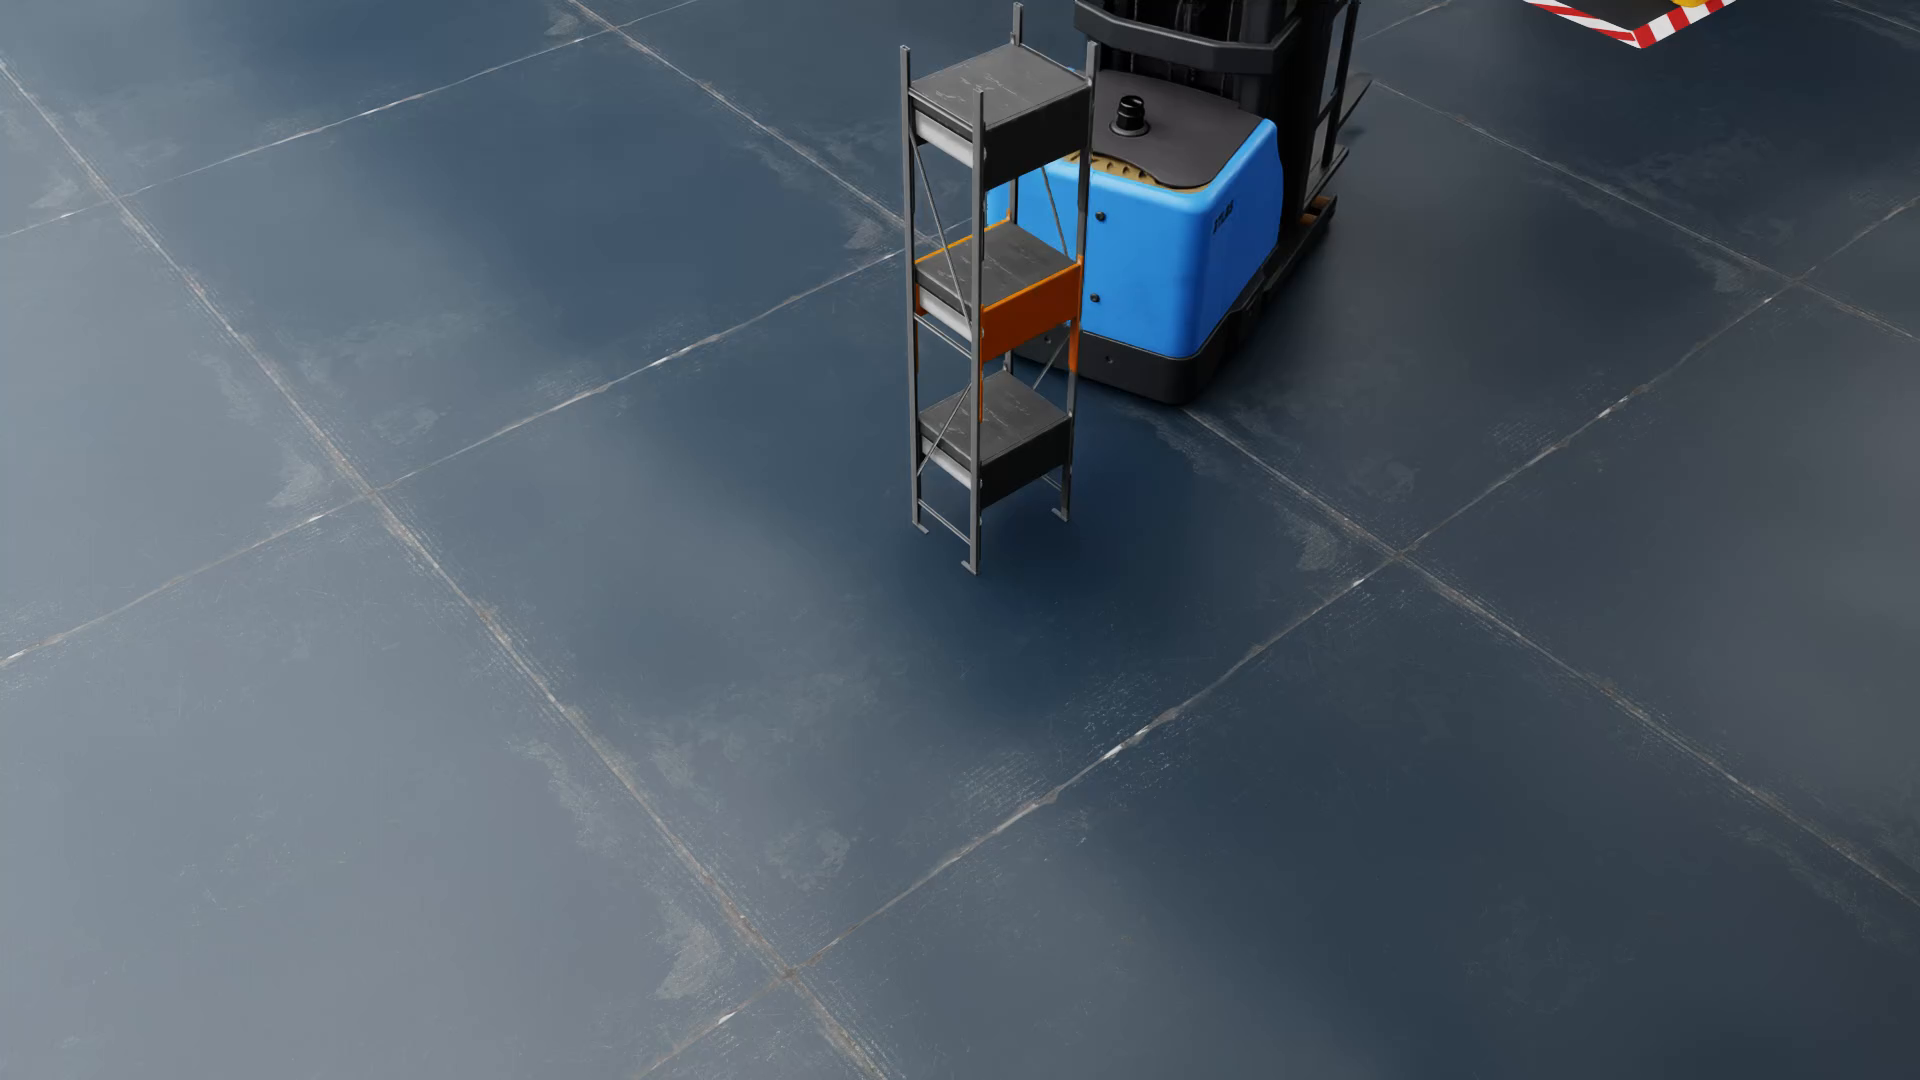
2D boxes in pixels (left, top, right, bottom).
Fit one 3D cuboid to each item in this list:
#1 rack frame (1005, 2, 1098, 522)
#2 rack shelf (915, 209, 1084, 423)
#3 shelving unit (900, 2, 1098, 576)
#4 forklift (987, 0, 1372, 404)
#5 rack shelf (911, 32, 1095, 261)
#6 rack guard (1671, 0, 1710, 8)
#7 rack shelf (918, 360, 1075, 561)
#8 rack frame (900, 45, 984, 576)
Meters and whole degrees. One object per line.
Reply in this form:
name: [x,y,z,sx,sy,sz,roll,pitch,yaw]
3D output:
rack frame: [0.314,-0.945,6.223,0.015,2.100,0.400,-30,51,-28]
rack shelf: [0.127,-0.828,6.118,0.480,0.518,0.431,-30,51,-28]
shelving unit: [0.127,-0.838,6.109,0.503,2.100,0.431,-30,51,-28]
forklift: [1.248,-2.666,7.448,1.130,2.935,3.031,20,47,20]
rack shelf: [0.127,-1.338,5.639,0.480,0.518,0.431,-30,51,-28]
rack guard: [4.252,-3.825,10.458,0.348,0.500,1.175,-30,51,-28]
rack shelf: [0.127,-0.318,6.597,0.480,0.518,0.431,-30,51,-28]
rack frame: [-0.060,-0.731,5.994,0.015,2.100,0.400,-30,51,-28]
